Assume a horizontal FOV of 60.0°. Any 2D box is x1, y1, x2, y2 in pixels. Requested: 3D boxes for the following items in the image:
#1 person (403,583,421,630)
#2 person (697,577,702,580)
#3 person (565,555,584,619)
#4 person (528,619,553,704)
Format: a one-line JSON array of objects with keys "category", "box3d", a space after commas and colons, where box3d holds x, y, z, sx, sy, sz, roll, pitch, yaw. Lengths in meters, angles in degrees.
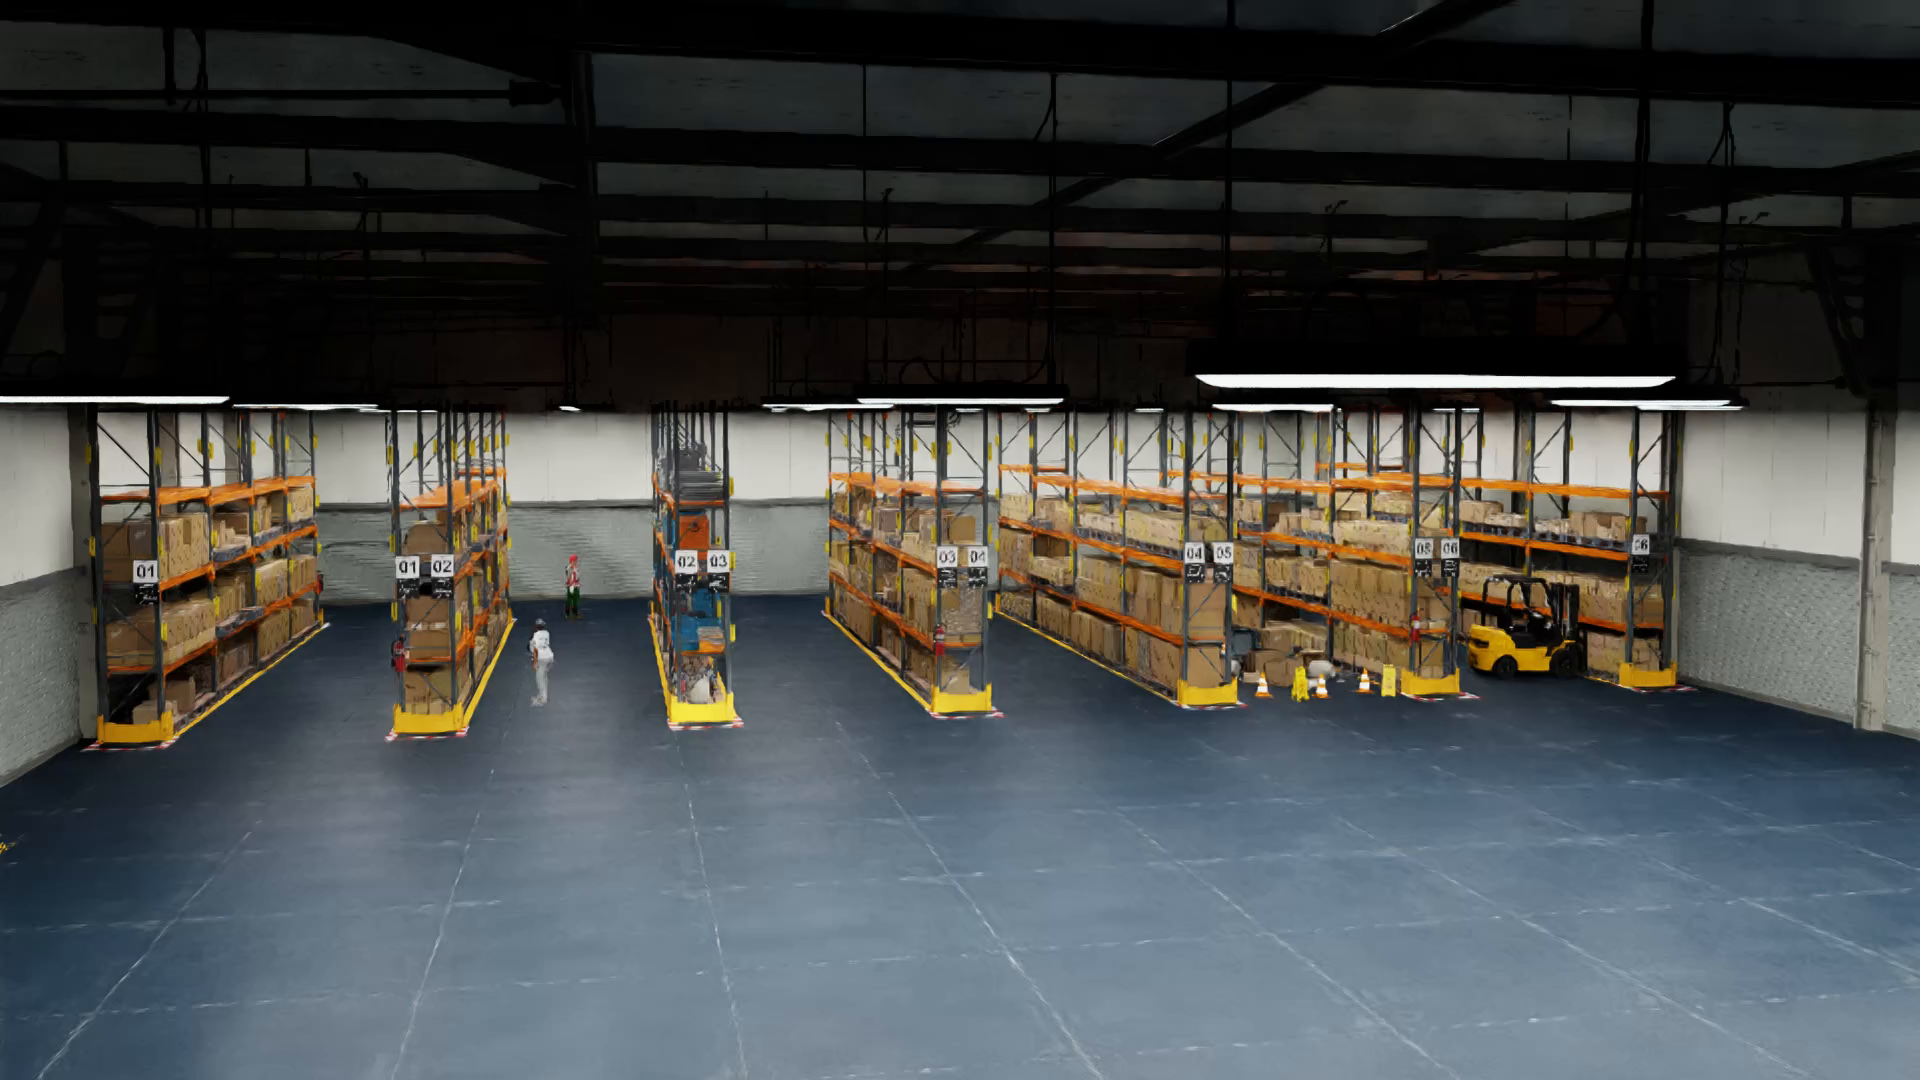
[{"category": "person", "box3d": [-14.475, 1.605, 44.025, 0.598, 1.618, 0.507, -1, 4, -14]}, {"category": "person", "box3d": [-8.163, 0.958, 51.511, 0.486, 1.782, 0.724, 3, 5, 32]}, {"category": "person", "box3d": [-10.825, 1.308, 46.529, 0.433, 1.790, 0.629, 1, 4, 9]}, {"category": "person", "box3d": [-8.348, 2.399, 32.990, 0.478, 1.667, 0.523, 1, 5, 18]}]
